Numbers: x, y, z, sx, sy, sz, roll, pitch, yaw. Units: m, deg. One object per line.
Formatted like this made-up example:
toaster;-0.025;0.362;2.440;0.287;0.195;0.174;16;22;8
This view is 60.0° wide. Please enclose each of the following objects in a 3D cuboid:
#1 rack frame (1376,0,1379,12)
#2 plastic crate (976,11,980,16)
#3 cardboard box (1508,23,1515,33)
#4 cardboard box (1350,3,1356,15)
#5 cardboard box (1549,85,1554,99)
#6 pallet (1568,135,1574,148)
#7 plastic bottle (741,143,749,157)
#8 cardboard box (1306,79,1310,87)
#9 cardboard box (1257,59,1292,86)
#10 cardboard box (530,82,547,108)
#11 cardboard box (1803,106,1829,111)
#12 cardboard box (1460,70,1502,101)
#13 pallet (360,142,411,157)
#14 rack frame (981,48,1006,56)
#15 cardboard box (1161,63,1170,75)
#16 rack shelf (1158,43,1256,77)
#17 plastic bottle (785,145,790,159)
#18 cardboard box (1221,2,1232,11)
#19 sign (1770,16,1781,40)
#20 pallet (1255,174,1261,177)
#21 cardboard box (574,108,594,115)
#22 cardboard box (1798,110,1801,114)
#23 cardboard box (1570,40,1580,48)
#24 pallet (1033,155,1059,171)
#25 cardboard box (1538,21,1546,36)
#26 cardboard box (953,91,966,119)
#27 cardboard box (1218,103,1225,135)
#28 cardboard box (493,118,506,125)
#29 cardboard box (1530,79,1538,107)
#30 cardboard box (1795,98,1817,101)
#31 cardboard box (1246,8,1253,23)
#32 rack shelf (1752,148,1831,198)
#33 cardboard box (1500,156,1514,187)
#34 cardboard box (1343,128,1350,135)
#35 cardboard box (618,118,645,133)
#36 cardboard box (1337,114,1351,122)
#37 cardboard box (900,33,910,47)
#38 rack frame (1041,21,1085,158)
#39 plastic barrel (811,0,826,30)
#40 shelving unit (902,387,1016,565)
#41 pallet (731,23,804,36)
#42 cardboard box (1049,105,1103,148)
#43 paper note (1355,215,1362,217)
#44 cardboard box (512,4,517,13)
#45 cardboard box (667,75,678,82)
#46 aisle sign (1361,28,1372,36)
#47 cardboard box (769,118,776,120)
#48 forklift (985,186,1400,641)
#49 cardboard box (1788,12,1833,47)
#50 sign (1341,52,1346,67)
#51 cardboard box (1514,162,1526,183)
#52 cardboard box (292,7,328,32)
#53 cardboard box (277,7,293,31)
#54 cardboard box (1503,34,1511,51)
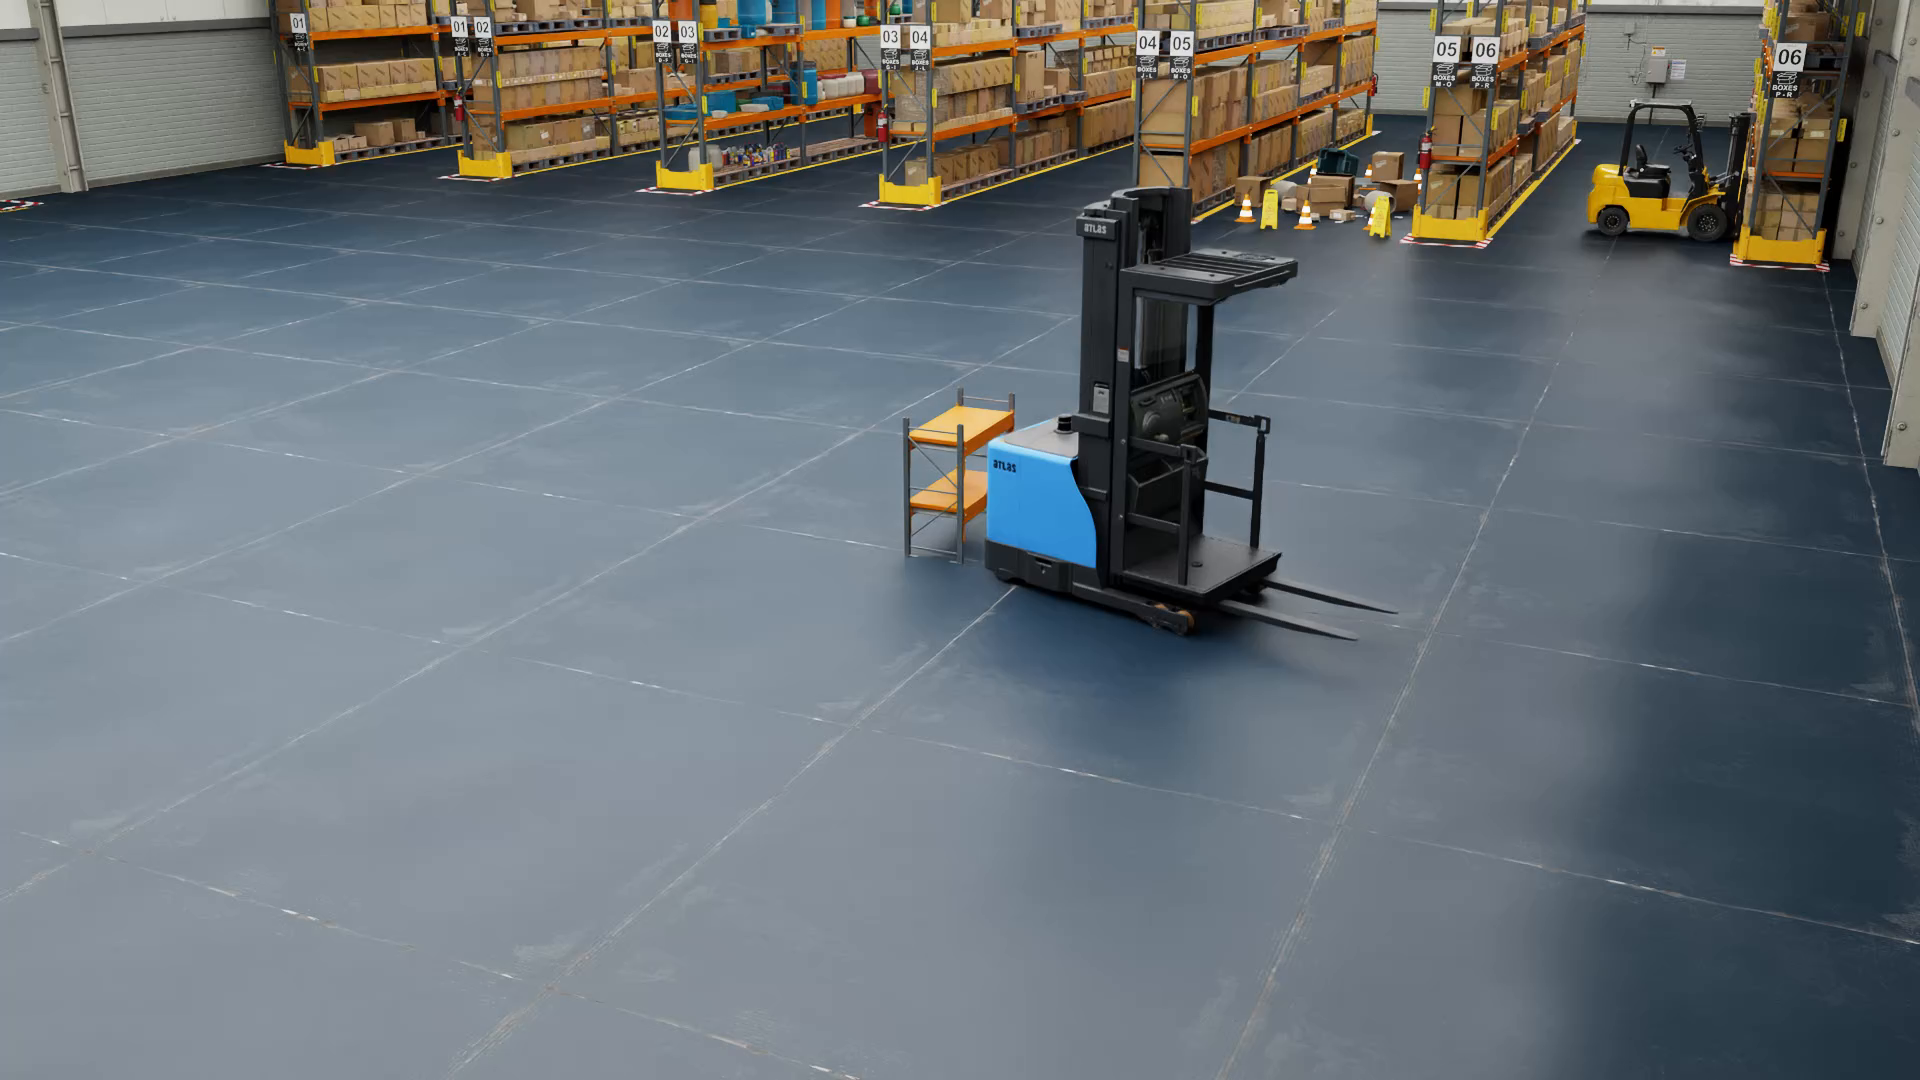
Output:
rack frame;10.064;-14.774;41.581;1.000;3.000;0.127;9;21;23
plastic crate;0.442;-13.961;44.167;0.437;0.136;0.530;9;21;23
cardboard box;9.015;-8.530;27.686;0.380;0.149;0.250;9;22;24
cardboard box;9.050;-12.568;39.334;0.500;0.250;0.500;8;21;22
cardboard box;12.206;-9.448;35.035;0.500;0.250;0.500;8;21;22
pallet;14.365;-9.730;40.513;1.003;0.211;1.213;9;21;23
plastic bottle;-4.639;-8.381;35.857;0.144;0.351;0.185;8;21;20
cardboard box;7.488;-10.084;36.651;0.380;0.149;0.250;9;21;23
cardboard box;6.595;-9.884;35.143;0.700;0.500;0.500;8;21;22
cardboard box;-9.386;-9.628;35.916;0.700;0.500;0.500;9;21;23
cardboard box;13.828;-6.917;26.881;0.380;0.149;0.250;8;21;22
cardboard box;9.329;-8.184;29.919;0.700;0.500;0.500;8;21;22
pallet;-13.632;-9.131;38.829;1.003;0.211;1.213;9;21;23
rack frame;1.062;-13.338;46.497;1.000;3.000;0.127;9;21;23
cardboard box;5.208;-12.233;43.169;0.500;0.250;0.500;8;21;21
rack shelf;4.331;-8.742;30.170;1.077;0.370;4.000;9;21;23
plastic bottle;-3.748;-8.405;36.023;0.061;0.283;0.133;10;22;25
cardboard box;4.670;-9.574;29.847;0.380;0.149;0.250;9;21;23
sign;12.110;-7.600;24.681;0.100;0.325;0.005;9;21;23
pallet;5.397;-7.211;33.431;1.003;0.211;1.213;9;21;23
cardboard box;-10.467;-11.911;45.065;0.750;0.750;0.750;8;21;22
cardboard box;14.340;-7.170;28.035;0.380;0.149;0.250;8;21;22
cardboard box;14.546;-11.814;39.602;0.380;0.149;0.250;8;21;22
pallet;1.482;-8.289;36.461;1.003;0.211;1.213;9;21;23
cardboard box;10.519;-9.450;30.684;0.500;0.250;0.500;8;21;22
cardboard box;-0.382;-8.435;32.118;0.875;0.500;0.500;9;21;23
cardboard box;4.351;-7.739;30.530;0.875;0.550;0.500;9;21;23
cardboard box;-11.995;-10.757;42.313;0.700;0.500;0.500;8;21;22
cardboard box;10.781;-8.580;31.900;0.500;0.500;0.500;8;21;20
cardboard box;15.316;-7.927;30.164;0.380;0.149;0.250;9;22;24
cardboard box;5.183;-9.821;31.134;0.500;0.250;0.500;8;21;22
rack shelf;13.418;-6.000;26.937;1.077;0.370;4.000;9;21;23
cardboard box;9.710;-6.668;30.101;0.500;0.500;0.500;8;21;22
cardboard box;9.362;-10.048;40.875;0.380;0.149;0.250;8;21;21
cardboard box;-7.764;-9.762;39.081;0.500;0.311;0.500;8;21;22
cardboard box;9.419;-10.410;41.005;0.380;0.149;0.250;9;21;23
cardboard box;-1.006;-9.292;30.868;0.500;0.250;0.500;9;22;24
rack frame;2.304;-10.213;37.710;1.000;3.000;0.127;9;21;23
plastic barrel;-3.306;-11.904;37.241;0.600;0.901;0.708;9;21;23
shelving unit;0.003;-0.532;13.286;0.538;1.125;1.048;9;21;23
pallet;-4.059;-10.760;35.054;1.213;0.211;1.003;9;21;23
cardboard box;2.606;-9.618;38.581;1.225;0.875;0.875;8;21;20
paper note;7.125;-5.805;29.762;0.148;0.019;0.142;18;26;41
cardboard box;-9.549;-11.321;35.647;0.500;0.311;0.500;11;23;29
cardboard box;-7.275;-11.285;40.856;0.500;0.311;0.500;8;21;22
aisle sign;10.368;-13.153;42.097;0.394;0.787;0.004;9;21;23
cardboard box;-5.245;-11.486;44.362;0.500;0.500;0.500;9;21;23
forklift;1.649;-0.920;11.682;3.031;2.935;1.130;15;25;37
cardboard box;13.343;-8.076;26.295;0.797;0.503;0.637;9;22;24
sign;8.934;-11.195;38.742;0.100;0.325;0.005;9;21;23
cardboard box;10.494;-7.184;32.487;0.950;0.372;0.625;9;22;24
cardboard box;-14.164;-11.344;36.235;0.500;0.500;0.500;9;22;24
cardboard box;-14.589;-11.439;36.500;0.500;0.500;0.500;10;22;27
cardboard box;8.733;-8.160;27.241;0.500;0.250;0.500;8;21;22
